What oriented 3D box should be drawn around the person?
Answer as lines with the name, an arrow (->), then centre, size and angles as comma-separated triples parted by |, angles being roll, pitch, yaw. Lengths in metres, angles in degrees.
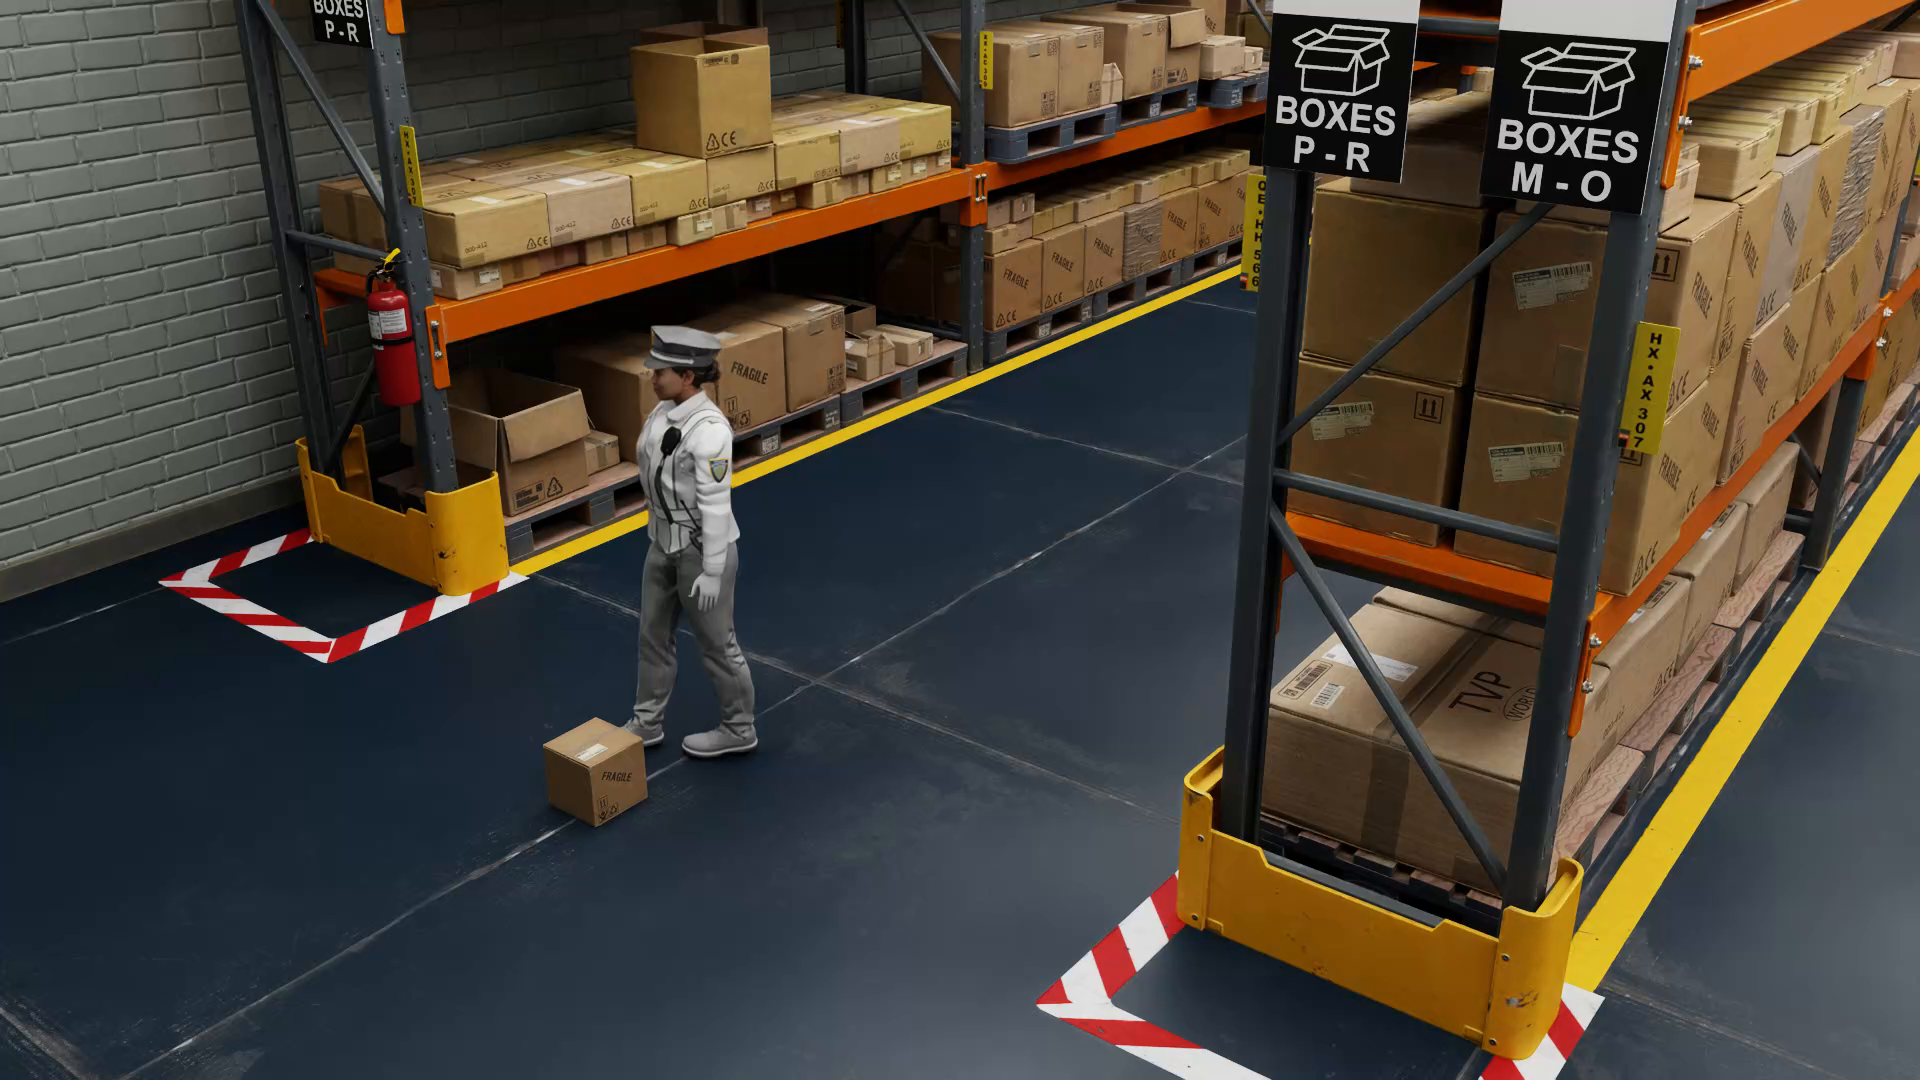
person -> -1.062, 0.052, 5.947 | 0.583, 1.672, 0.491 | -14, 27, -28
